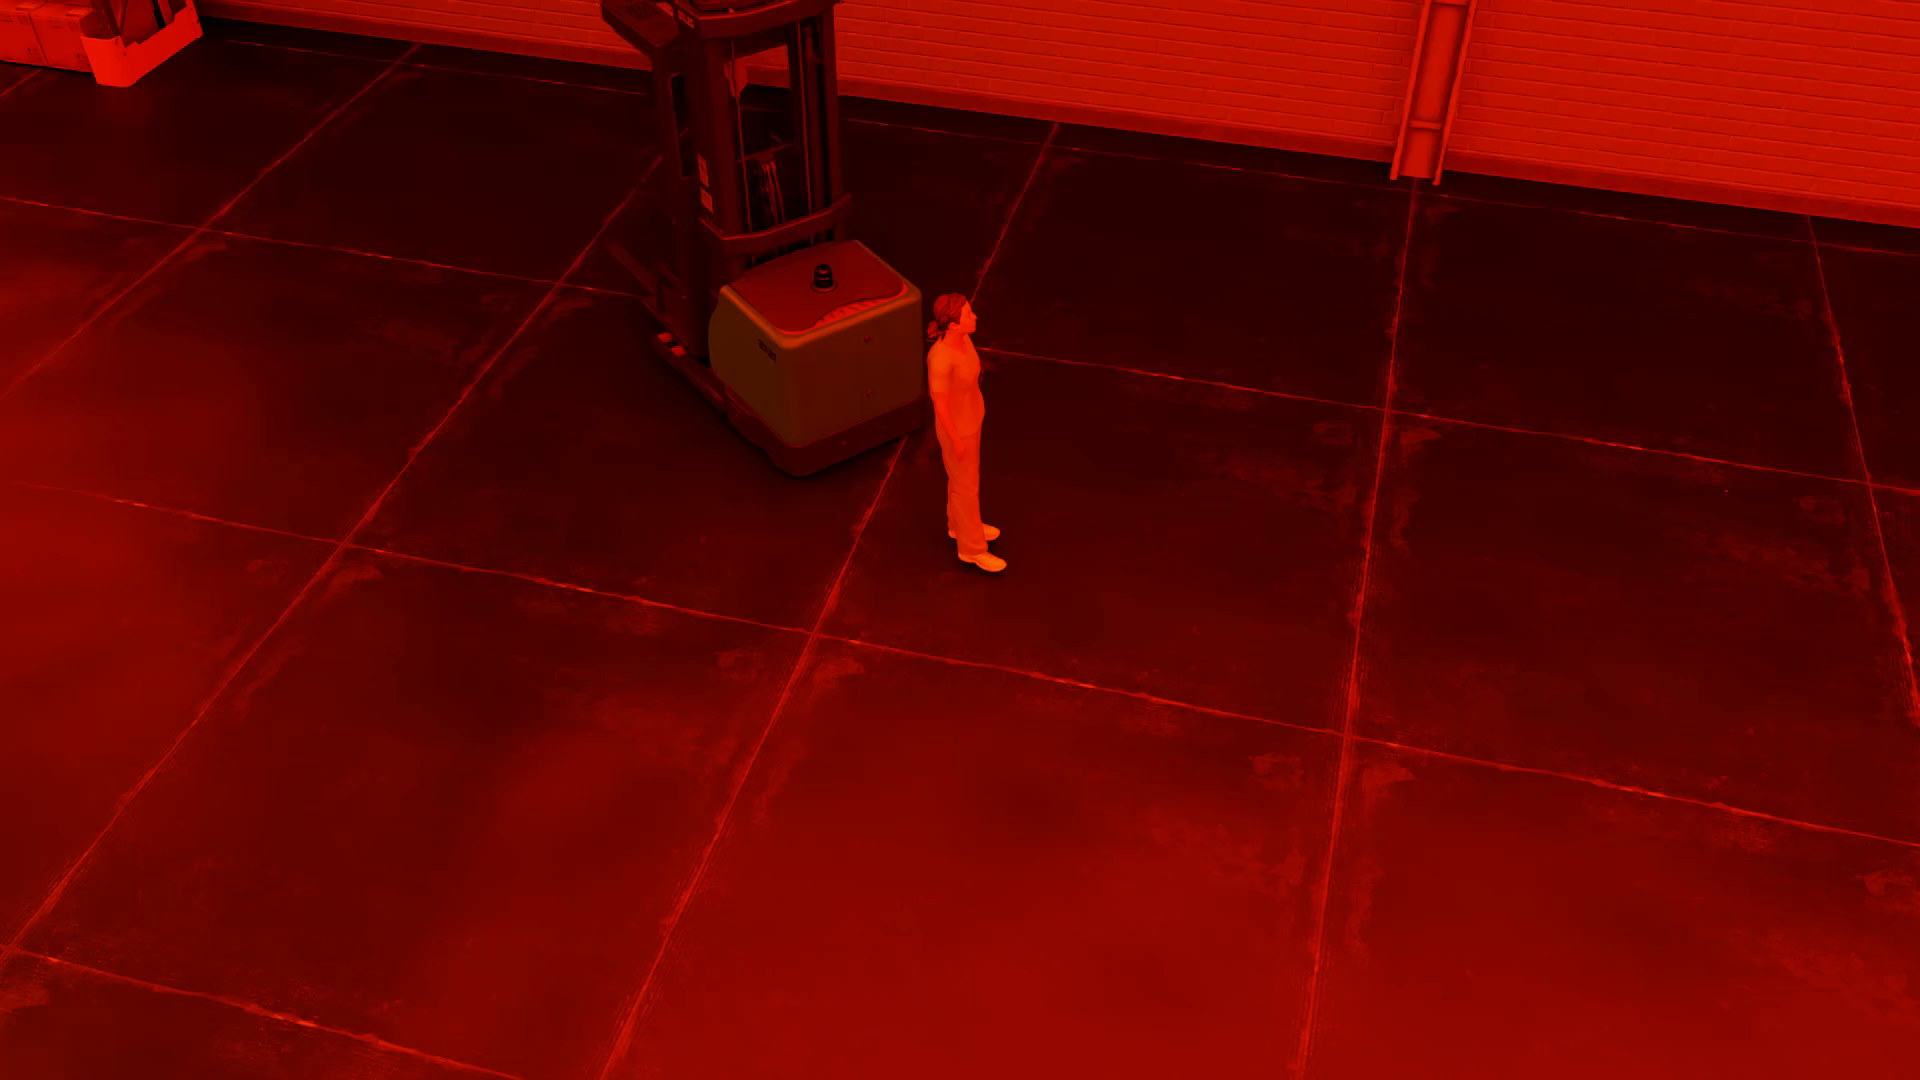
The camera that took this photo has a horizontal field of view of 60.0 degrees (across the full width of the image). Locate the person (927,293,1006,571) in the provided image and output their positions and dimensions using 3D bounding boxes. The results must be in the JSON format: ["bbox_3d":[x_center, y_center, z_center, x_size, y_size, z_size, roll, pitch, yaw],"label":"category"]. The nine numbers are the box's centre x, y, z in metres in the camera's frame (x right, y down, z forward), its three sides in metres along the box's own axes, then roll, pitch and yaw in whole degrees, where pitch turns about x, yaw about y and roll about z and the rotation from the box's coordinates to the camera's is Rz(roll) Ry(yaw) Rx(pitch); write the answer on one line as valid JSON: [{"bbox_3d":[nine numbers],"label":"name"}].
[{"bbox_3d":[0.067,-0.637,9.485,0.549,1.654,0.549,10,42,11],"label":"person"}]

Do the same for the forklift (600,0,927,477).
[{"bbox_3d":[-1.475,-2.433,10.637,1.130,2.935,3.031,-25,47,-26],"label":"forklift"}]
